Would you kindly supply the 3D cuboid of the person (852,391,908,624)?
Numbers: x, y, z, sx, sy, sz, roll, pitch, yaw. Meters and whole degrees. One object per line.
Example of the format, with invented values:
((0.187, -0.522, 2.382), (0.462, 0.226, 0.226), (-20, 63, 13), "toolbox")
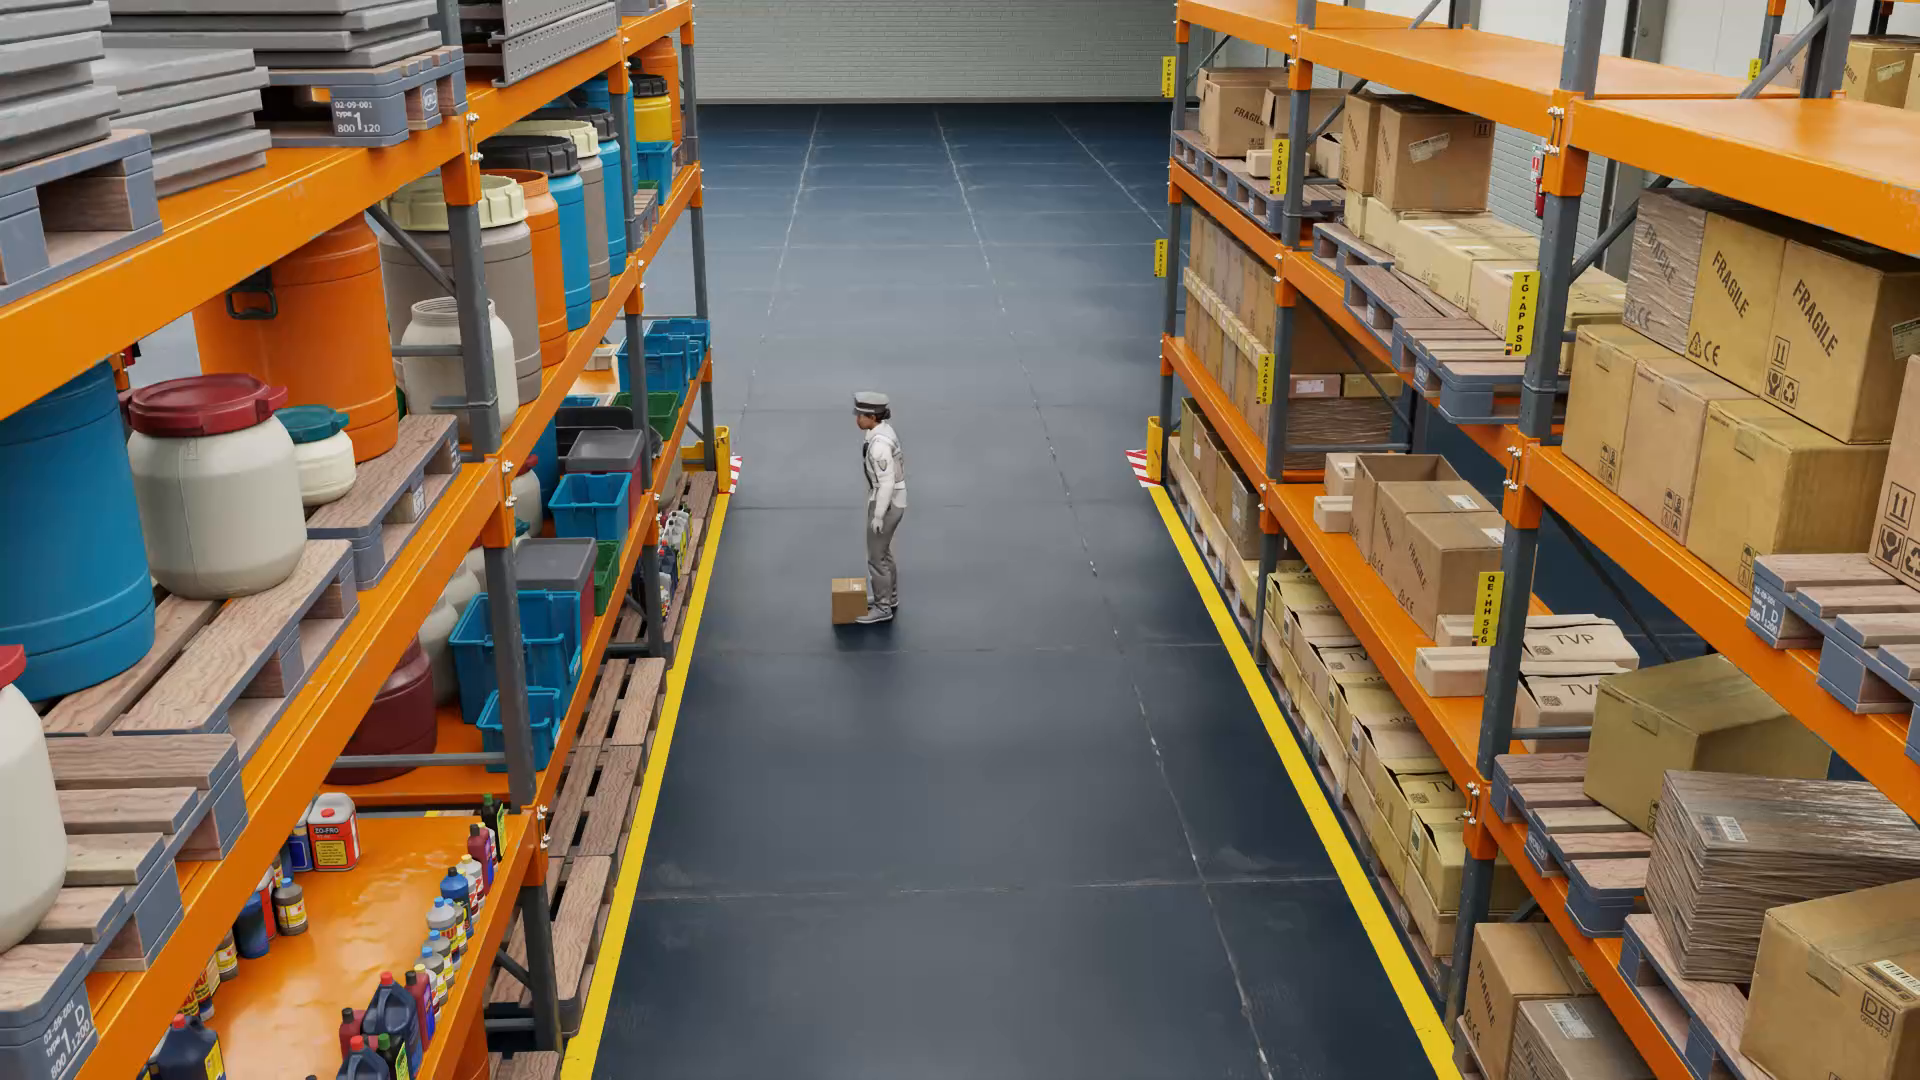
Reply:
((-0.571, -0.231, 11.690), (0.405, 1.663, 0.538), (-2, 21, -4), "person")
